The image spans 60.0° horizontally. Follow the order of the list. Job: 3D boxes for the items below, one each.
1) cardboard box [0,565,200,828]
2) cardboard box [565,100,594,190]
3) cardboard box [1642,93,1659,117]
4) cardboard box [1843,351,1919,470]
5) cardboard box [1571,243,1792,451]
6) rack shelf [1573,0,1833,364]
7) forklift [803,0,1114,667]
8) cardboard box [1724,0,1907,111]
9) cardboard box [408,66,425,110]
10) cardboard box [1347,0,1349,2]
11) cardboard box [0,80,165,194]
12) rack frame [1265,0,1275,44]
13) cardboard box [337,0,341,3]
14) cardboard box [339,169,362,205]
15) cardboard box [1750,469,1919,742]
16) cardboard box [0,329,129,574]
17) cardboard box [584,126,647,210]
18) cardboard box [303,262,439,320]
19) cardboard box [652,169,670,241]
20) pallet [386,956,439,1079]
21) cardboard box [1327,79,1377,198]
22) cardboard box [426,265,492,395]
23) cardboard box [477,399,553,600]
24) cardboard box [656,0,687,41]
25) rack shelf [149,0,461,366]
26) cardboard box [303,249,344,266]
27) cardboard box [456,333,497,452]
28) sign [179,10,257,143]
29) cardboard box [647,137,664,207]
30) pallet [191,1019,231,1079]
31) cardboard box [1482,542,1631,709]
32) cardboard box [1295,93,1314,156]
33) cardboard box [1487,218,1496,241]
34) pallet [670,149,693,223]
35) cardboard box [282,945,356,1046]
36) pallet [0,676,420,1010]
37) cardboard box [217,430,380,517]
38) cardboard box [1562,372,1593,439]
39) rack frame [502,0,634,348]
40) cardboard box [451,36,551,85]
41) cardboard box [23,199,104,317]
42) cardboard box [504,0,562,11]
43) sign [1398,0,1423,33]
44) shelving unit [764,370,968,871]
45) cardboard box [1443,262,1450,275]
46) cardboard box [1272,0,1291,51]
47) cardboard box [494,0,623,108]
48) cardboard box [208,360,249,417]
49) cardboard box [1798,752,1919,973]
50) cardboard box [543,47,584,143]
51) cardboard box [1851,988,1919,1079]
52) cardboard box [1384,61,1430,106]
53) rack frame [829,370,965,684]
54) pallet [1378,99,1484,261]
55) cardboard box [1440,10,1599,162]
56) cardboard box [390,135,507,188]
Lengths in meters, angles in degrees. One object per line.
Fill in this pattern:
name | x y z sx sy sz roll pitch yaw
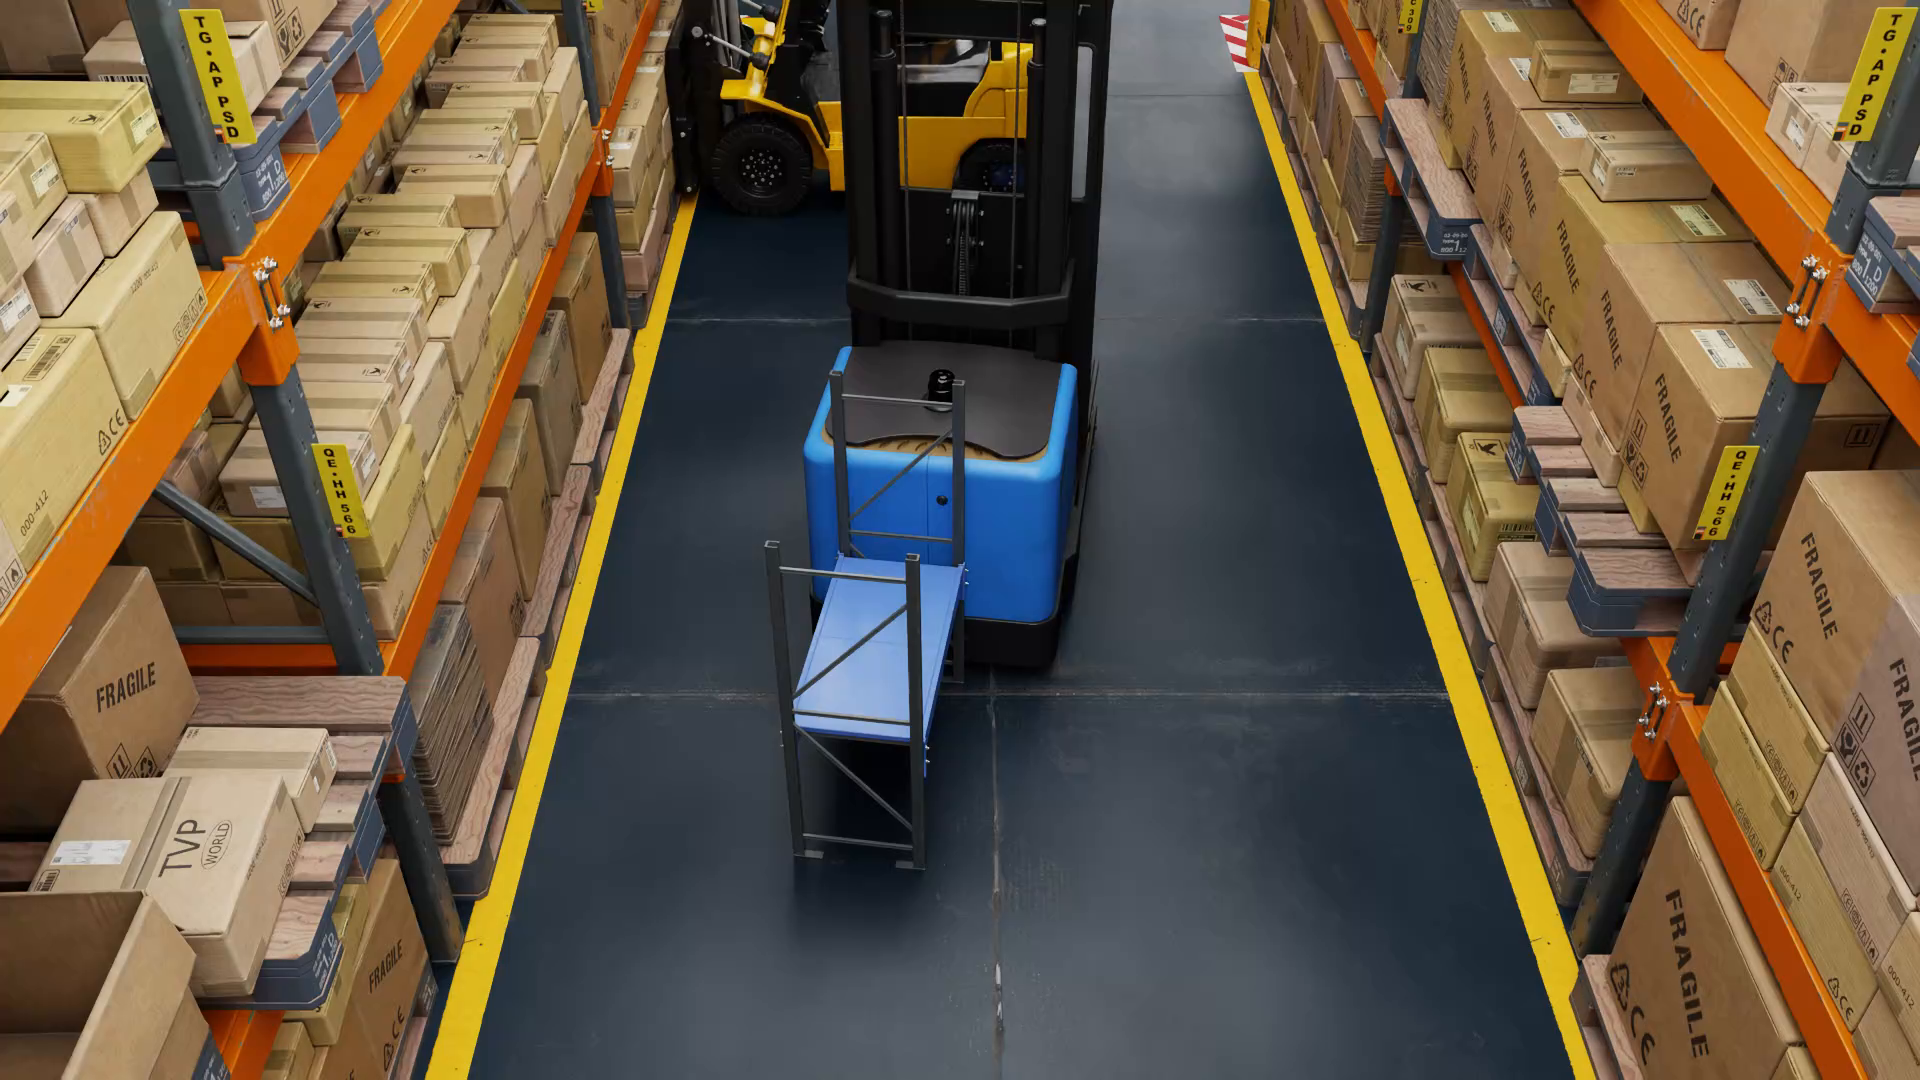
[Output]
cardboard box | -2.433 0.411 4.423 0.500 0.500 0.500 2 39 2
cardboard box | -2.020 -1.836 7.762 0.500 0.250 0.500 1 39 1
cardboard box | 2.908 -1.613 6.710 0.500 0.500 0.500 1 39 1
cardboard box | 2.917 -0.315 5.090 0.500 0.500 0.500 -1 39 -1
cardboard box | 2.396 -0.640 5.497 0.500 0.500 0.500 -1 39 -1
rack shelf | 2.684 -1.855 5.842 1.077 0.370 4.000 0 39 0
forklift | 0.090 -1.529 7.315 1.130 2.935 3.031 5 39 6
cardboard box | 2.695 -1.516 4.765 0.700 0.500 0.500 0 39 0
cardboard box | -2.549 -1.958 7.196 0.380 0.149 0.250 0 39 0
cardboard box | 2.402 -3.114 9.437 0.380 0.149 0.250 -1 39 -1
cardboard box | -1.981 -0.877 3.610 0.380 0.149 0.250 1 39 1
rack frame | 2.677 -4.717 11.237 1.000 3.000 0.127 0 39 0
cardboard box | -2.135 -1.889 4.814 0.700 0.500 0.500 -1 39 -1
cardboard box | -2.541 -1.328 6.410 0.380 0.149 0.250 0 39 0
cardboard box | 2.442 0.165 4.265 0.500 0.500 0.500 -1 39 -2
cardboard box | -2.033 -0.185 3.304 0.500 0.250 0.500 0 39 0
cardboard box | -1.969 -1.993 8.902 0.500 0.250 0.500 -1 39 -1
cardboard box | -2.054 -0.848 5.811 0.380 0.149 0.250 0 39 0
cardboard box | -1.967 -1.921 9.611 0.500 0.250 0.500 -1 39 -1
pallet | -2.314 1.847 5.277 1.003 0.211 1.213 0 39 0
cardboard box | 2.410 -2.287 9.468 0.500 0.500 0.500 1 39 1
cardboard box | -2.015 -0.763 6.023 0.500 0.250 0.500 -1 39 -1
cardboard box | -2.274 -0.165 7.120 0.875 0.625 0.625 -2 39 -2
cardboard box | -1.957 -3.269 10.495 0.500 0.250 0.500 0 39 1
rack shelf | -2.280 -1.849 5.835 1.077 0.370 4.000 0 39 0
cardboard box | -2.549 -1.073 6.410 0.500 0.250 0.500 -1 39 -1
cardboard box | -2.037 -0.564 6.175 0.500 0.250 0.500 -1 39 -2
sign | -1.735 -1.080 3.886 0.100 0.325 0.005 0 39 0
cardboard box | -1.976 -2.113 9.452 0.500 0.250 0.500 0 39 0
pallet | -2.270 1.583 3.530 1.003 0.211 1.213 0 39 0
cardboard box | 2.687 0.333 6.702 0.950 0.372 0.625 -1 39 -1
cardboard box | 2.408 -2.643 10.512 0.500 0.250 0.500 2 39 3
cardboard box | 2.392 -1.287 6.822 0.380 0.149 0.250 0 39 0
pallet | -2.245 -2.384 10.556 1.003 0.211 1.213 0 39 0
cardboard box | -1.992 1.330 4.837 0.380 0.149 0.250 -2 39 -2
pallet | -2.206 0.791 4.518 1.213 0.211 1.003 0 39 0
cardboard box | -1.983 -0.200 5.002 0.380 0.149 0.250 1 39 1
cardboard box | 2.341 -0.467 5.800 0.380 0.149 0.250 -2 39 -2
rack frame | -2.282 -2.210 8.109 1.000 3.000 0.127 0 39 0
cardboard box | -2.041 -2.127 7.407 0.380 0.149 0.250 -1 39 -1
cardboard box | -2.055 -0.592 3.493 0.380 0.149 0.250 -1 39 -1
cardboard box | -2.019 -2.701 8.123 0.380 0.149 0.250 -1 39 -1
sign | 2.139 -2.548 7.839 0.100 0.325 0.005 0 39 0
shelving unit | -0.304 0.304 6.171 0.538 1.500 1.048 5 39 6
cardboard box | 2.951 -1.676 9.305 0.500 0.250 0.500 -2 39 -2
cardboard box | 2.402 -3.581 11.083 0.500 0.500 0.500 -1 39 -2
cardboard box | -2.021 -2.526 8.424 0.500 0.500 0.500 -1 39 -1
cardboard box | -2.531 -0.529 5.413 0.380 0.149 0.250 0 39 0
cardboard box | 2.440 0.790 4.086 0.500 0.250 0.500 1 39 1
cardboard box | -2.026 -2.039 7.616 0.500 0.250 0.500 -1 39 -1
cardboard box | 2.448 1.300 3.849 0.500 0.250 0.500 1 39 1
cardboard box | 2.377 -2.318 8.445 0.380 0.149 0.250 0 39 -1
rack frame | -0.231 -0.010 6.563 0.500 1.500 0.032 5 39 6
pallet | 2.537 -1.663 7.579 1.003 0.211 1.213 0 39 0
cardboard box | 2.397 -1.928 7.103 0.500 0.500 0.500 0 39 0
cardboard box | -2.028 -1.489 6.611 0.380 0.149 0.250 0 39 0
